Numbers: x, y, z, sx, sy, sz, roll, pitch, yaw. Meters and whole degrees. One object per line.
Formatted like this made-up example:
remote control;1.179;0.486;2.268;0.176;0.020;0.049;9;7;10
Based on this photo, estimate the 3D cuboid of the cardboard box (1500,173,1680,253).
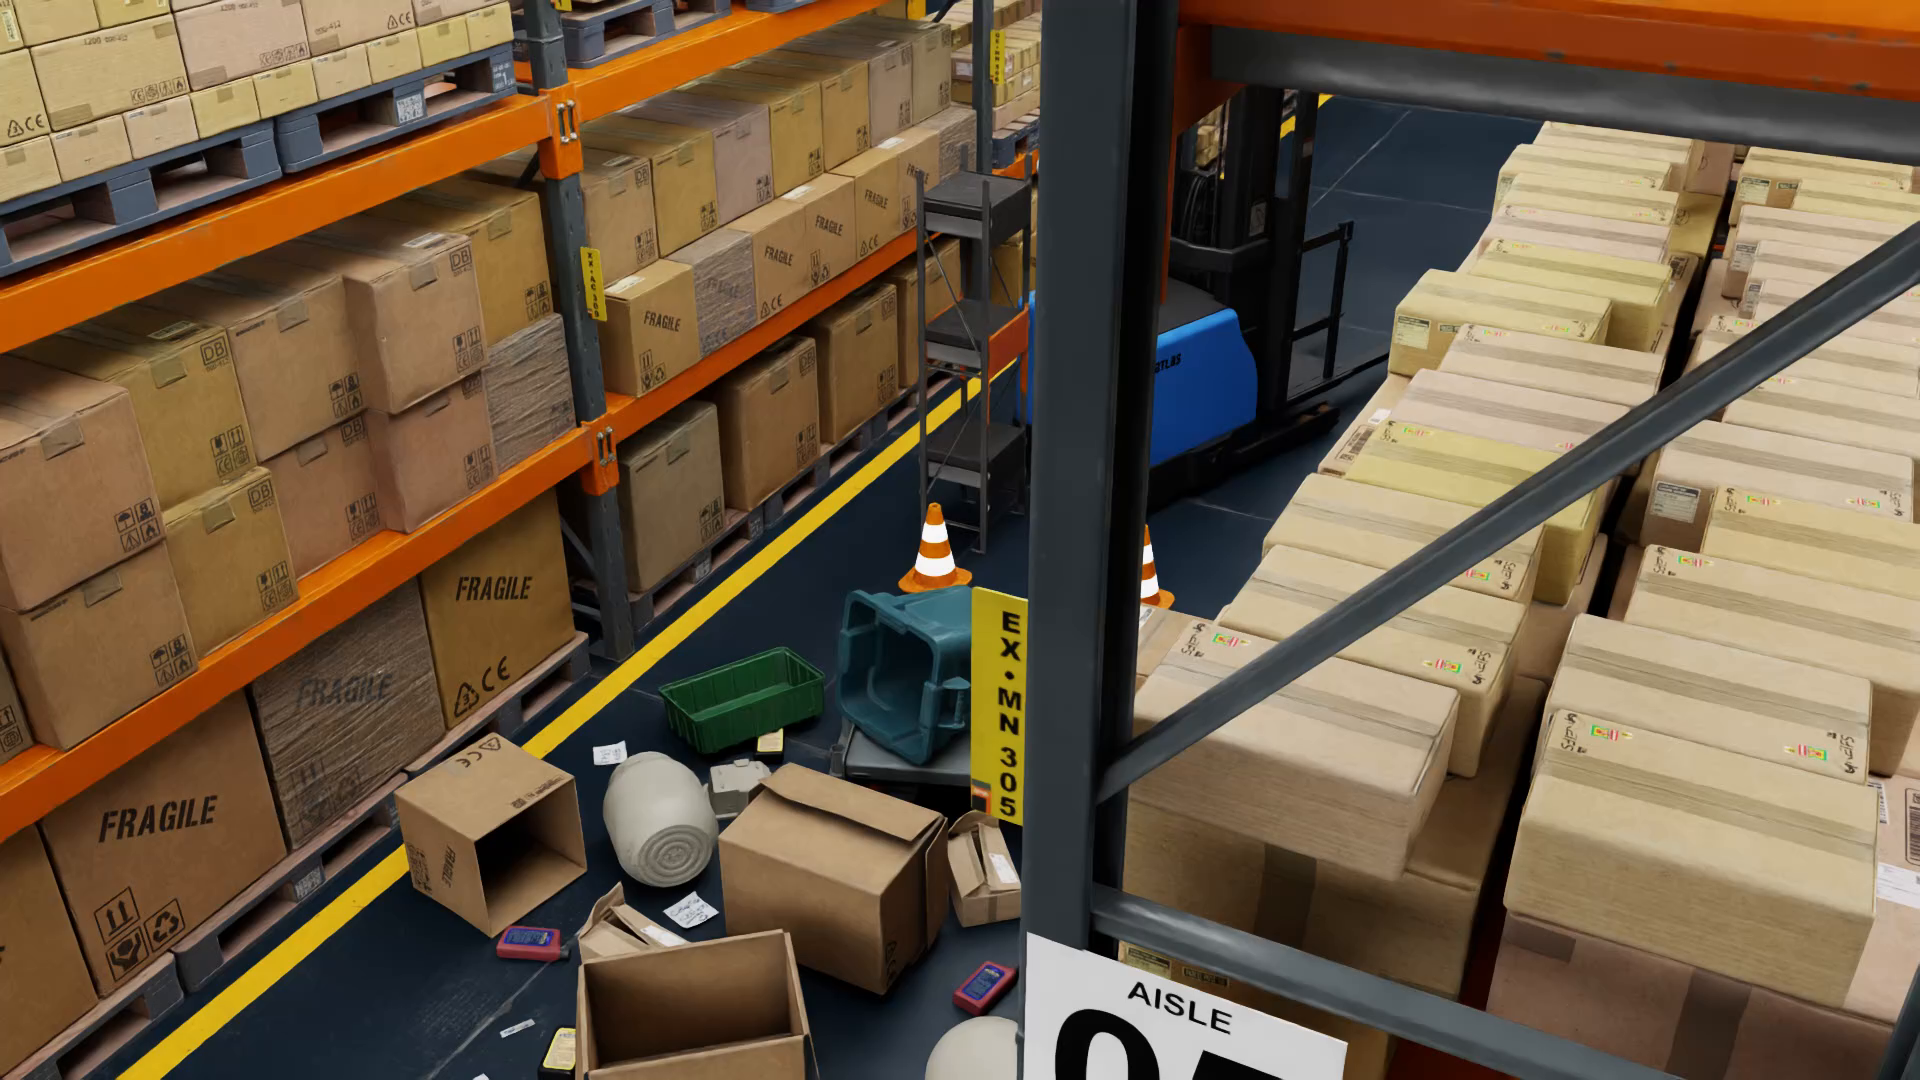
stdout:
cardboard box;1.500;-0.751;3.986;0.380;0.149;0.250;13;32;22

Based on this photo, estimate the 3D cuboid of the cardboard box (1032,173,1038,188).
cardboard box;0.496;-2.498;11.924;0.500;0.250;0.500;14;33;23

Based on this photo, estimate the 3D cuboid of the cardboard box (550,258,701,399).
cardboard box;-1.607;-1.042;7.951;0.500;0.500;0.500;15;33;24

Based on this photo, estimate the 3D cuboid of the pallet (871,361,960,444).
pallet;-0.690;-1.058;10.880;1.003;0.211;1.213;14;33;23

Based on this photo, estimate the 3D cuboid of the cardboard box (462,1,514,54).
cardboard box;-1.968;-2.009;6.455;0.380;0.149;0.250;14;33;23

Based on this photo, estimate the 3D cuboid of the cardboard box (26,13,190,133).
cardboard box;-2.771;-1.470;5.116;0.500;0.250;0.500;14;33;23

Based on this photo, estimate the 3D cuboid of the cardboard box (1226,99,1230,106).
cardboard box;2.247;-4.035;15.108;0.380;0.149;0.250;13;32;22

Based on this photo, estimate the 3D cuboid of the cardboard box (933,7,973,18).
cardboard box;0.020;-3.704;11.920;0.380;0.149;0.250;14;33;23

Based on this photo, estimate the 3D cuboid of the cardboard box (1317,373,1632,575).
cardboard box;1.000;-0.081;3.219;0.500;0.250;0.500;15;33;25

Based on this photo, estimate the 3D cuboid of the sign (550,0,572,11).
sign;-1.592;-2.260;6.563;0.100;0.325;0.005;14;33;23

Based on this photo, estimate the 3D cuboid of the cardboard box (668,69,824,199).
cardboard box;-1.171;-2.201;8.966;0.700;0.500;0.500;14;33;23

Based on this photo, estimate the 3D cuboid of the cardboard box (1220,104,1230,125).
cardboard box;2.248;-3.903;15.178;0.380;0.149;0.250;13;32;21

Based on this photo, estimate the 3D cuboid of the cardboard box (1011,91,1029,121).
cardboard box;0.242;-2.944;11.195;0.380;0.149;0.250;16;34;26

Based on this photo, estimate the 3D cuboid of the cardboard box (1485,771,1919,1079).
cardboard box;1.010;0.498;2.210;0.500;0.250;0.500;14;33;22

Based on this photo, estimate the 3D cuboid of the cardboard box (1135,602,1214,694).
cardboard box;0.768;0.617;6.913;0.500;0.500;0.500;14;33;23

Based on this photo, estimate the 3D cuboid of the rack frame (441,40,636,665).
rack frame;-2.086;-0.826;7.677;1.000;3.000;0.127;14;33;23

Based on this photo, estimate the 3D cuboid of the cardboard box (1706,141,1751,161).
cardboard box;2.503;-1.458;5.493;0.500;0.250;0.500;14;33;22

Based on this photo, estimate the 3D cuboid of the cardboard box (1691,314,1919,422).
cardboard box;1.609;-0.291;3.184;0.380;0.149;0.250;15;33;24

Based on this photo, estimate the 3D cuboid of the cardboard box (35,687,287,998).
cardboard box;-3.259;0.980;6.243;0.875;0.875;0.875;14;33;23

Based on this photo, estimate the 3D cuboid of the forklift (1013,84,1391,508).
forklift;1.746;-2.058;9.891;3.031;2.935;1.130;-24;38;-36

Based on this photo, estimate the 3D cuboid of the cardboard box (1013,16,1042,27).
cardboard box;0.597;-3.557;11.665;0.380;0.149;0.250;16;33;26

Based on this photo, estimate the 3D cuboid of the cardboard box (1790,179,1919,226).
cardboard box;2.166;-0.723;3.937;0.380;0.149;0.250;15;33;25

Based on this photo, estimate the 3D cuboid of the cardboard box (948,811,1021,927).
cardboard box;0.084;1.312;6.699;0.258;0.266;0.396;-7;31;-11

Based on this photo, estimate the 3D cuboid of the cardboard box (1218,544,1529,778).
cardboard box;0.587;0.165;2.390;0.380;0.149;0.250;15;33;24

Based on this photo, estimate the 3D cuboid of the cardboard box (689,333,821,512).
cardboard box;-1.441;-0.755;9.390;1.050;0.750;0.750;14;33;23

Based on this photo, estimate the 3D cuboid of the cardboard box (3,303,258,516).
cardboard box;-3.035;-0.489;5.854;0.875;0.550;0.500;14;33;23

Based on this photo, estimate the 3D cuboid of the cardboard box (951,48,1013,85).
cardboard box;0.121;-3.094;10.858;0.380;0.149;0.250;14;33;23

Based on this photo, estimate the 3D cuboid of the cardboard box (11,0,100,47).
cardboard box;-2.777;-1.569;4.887;0.380;0.149;0.250;15;33;24

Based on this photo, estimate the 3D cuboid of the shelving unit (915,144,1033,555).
shelving unit;0.075;-0.984;8.855;0.431;2.100;0.503;14;33;23

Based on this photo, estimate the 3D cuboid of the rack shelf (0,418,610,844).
rack shelf;-2.997;0.372;6.312;1.077;0.370;4.000;14;33;23

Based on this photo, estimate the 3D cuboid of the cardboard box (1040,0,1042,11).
cardboard box;0.496;-4.172;12.736;0.380;0.149;0.250;14;33;23

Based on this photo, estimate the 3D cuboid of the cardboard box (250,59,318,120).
cardboard box;-2.430;-1.559;5.671;0.380;0.149;0.250;15;33;24

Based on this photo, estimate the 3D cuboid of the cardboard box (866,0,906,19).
cardboard box;-1.210;-6.275;18.877;0.875;0.875;0.875;14;33;23

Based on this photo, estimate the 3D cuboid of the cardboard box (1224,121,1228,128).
cardboard box;2.269;-3.771;15.246;0.380;0.149;0.250;14;33;22

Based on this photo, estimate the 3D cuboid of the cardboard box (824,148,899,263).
cardboard box;-0.687;-1.940;9.515;0.500;0.500;0.500;14;33;22

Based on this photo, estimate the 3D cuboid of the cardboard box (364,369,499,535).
cardboard box;-2.474;-0.476;6.916;0.875;0.550;0.550;14;33;23

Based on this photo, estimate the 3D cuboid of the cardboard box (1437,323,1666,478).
cardboard box;1.109;-0.270;3.147;0.380;0.149;0.250;13;32;22

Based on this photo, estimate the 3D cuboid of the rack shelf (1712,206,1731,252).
rack shelf;3.277;-1.624;6.775;1.077;0.370;4.000;14;33;23

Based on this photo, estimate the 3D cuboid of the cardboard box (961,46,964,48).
cardboard box;-0.092;-3.471;11.814;0.380;0.149;0.250;14;33;23

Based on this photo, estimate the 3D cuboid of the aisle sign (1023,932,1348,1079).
aisle sign;0.258;0.859;2.131;0.394;0.787;0.004;14;33;23

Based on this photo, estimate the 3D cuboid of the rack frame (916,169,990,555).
rack frame;-0.036;-0.876;8.667;0.400;2.100;0.015;14;33;23

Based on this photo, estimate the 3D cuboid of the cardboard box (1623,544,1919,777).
cardboard box;1.157;0.164;2.392;0.380;0.149;0.250;14;33;23

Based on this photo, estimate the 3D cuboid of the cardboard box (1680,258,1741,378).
cardboard box;1.930;-0.409;3.790;0.500;0.250;0.500;14;33;22

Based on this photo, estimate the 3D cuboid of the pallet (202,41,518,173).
pallet;-2.468;-1.728;6.324;1.003;0.211;1.213;14;33;23

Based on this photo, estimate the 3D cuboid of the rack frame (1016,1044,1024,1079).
rack frame;0.544;2.025;2.711;1.000;3.000;0.127;14;33;23

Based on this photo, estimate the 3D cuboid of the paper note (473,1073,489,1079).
paper note;-1.702;1.944;5.836;0.142;0.017;0.144;-25;38;-36

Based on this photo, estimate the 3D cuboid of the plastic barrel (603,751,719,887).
plastic barrel;-1.238;1.142;6.836;0.421;0.421;0.512;-12;32;-20

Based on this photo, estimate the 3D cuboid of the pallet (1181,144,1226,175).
pallet;1.832;-3.469;15.079;1.003;0.211;1.213;14;33;23

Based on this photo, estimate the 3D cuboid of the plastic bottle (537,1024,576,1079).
plastic bottle;-1.416;1.830;6.001;0.133;0.061;0.283;4;30;6

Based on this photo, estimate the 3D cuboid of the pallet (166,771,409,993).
pallet;-3.057;1.245;6.870;1.003;0.211;1.213;14;33;23

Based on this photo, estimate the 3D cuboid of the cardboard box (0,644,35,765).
cardboard box;-3.549;0.458;5.289;0.875;0.550;0.550;14;33;23

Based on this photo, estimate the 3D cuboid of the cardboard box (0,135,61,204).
cardboard box;-2.892;-1.109;4.887;0.380;0.149;0.250;14;33;23

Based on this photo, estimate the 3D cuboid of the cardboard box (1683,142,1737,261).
cardboard box;1.922;-0.980;4.784;0.500;0.250;0.500;14;33;22
